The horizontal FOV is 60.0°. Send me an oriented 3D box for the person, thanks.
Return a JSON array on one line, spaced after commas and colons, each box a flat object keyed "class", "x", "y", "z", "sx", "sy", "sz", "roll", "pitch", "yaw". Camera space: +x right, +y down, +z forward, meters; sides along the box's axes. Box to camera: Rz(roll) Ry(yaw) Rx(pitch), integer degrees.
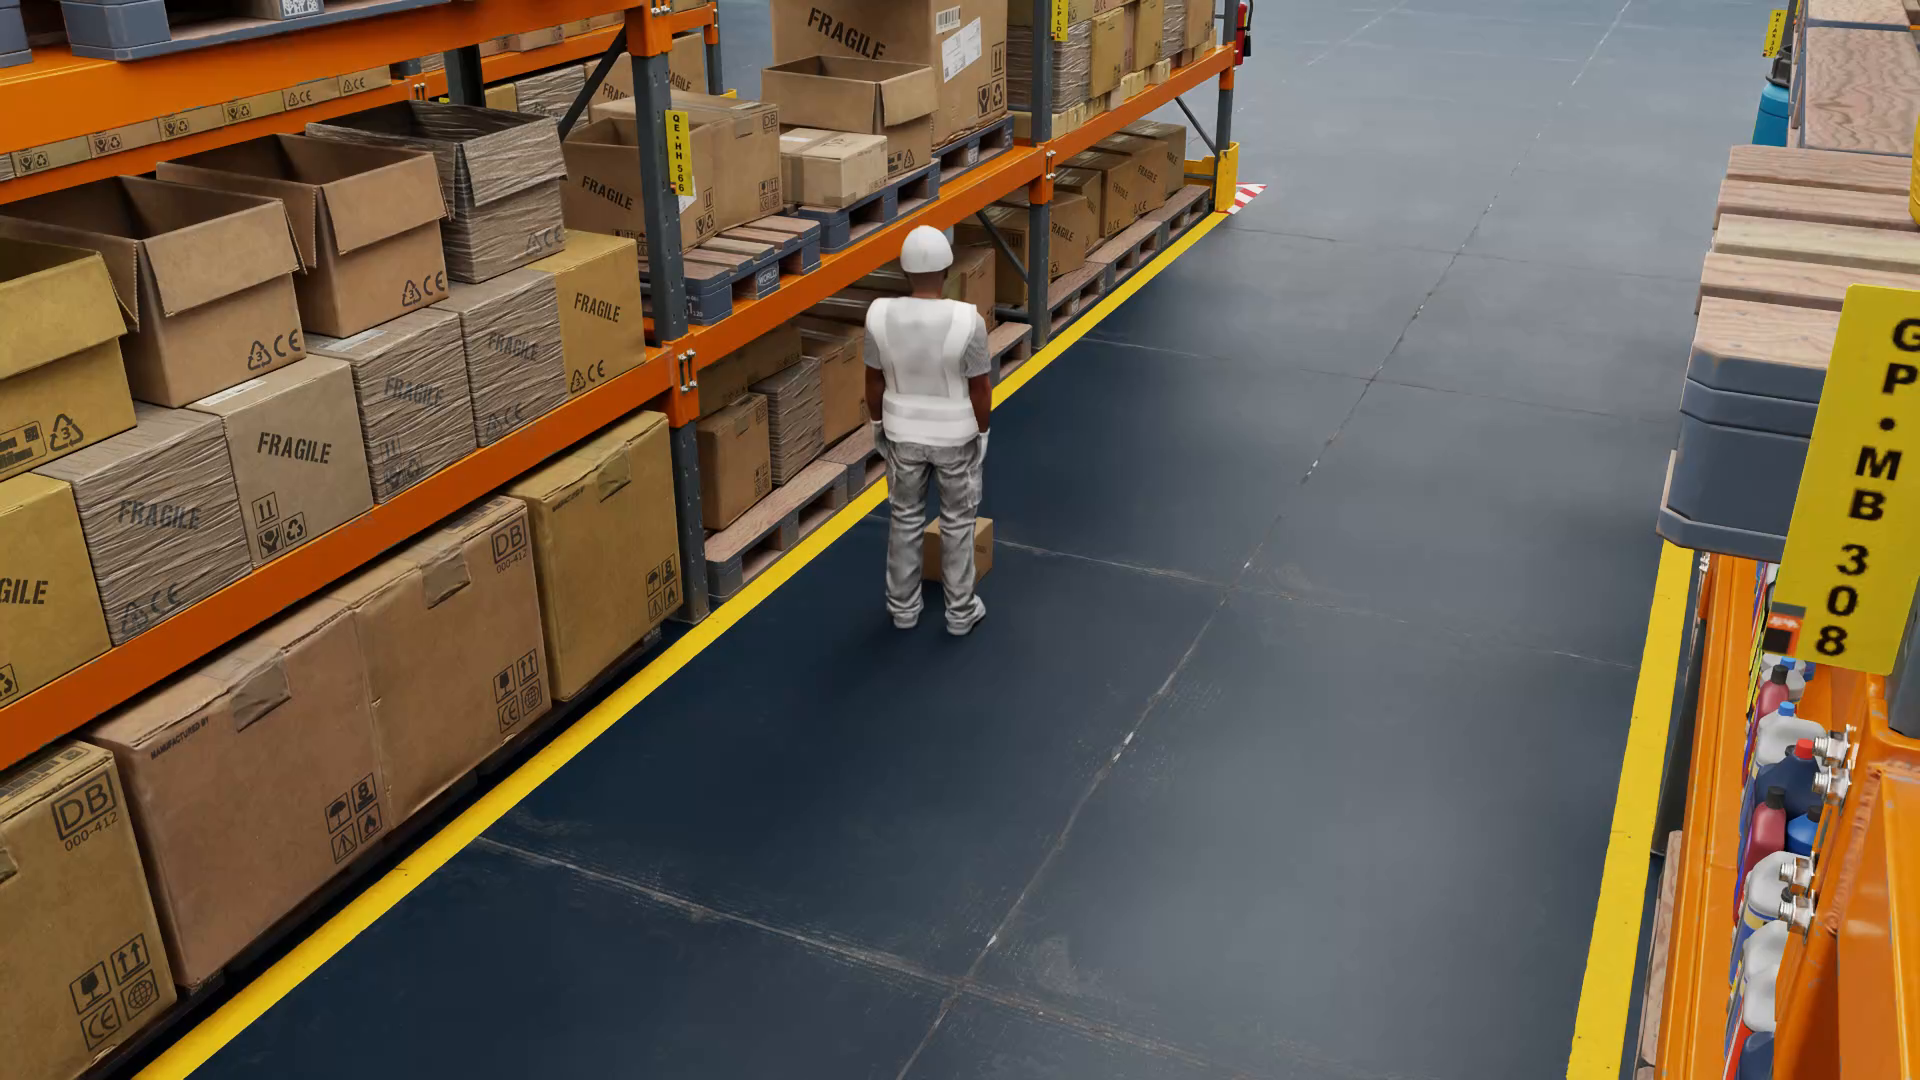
[{"class": "person", "x": -0.129, "y": -0.450, "z": 7.013, "sx": 0.548, "sy": 1.785, "sz": 0.357, "roll": 6, "pitch": 27, "yaw": 13}]
